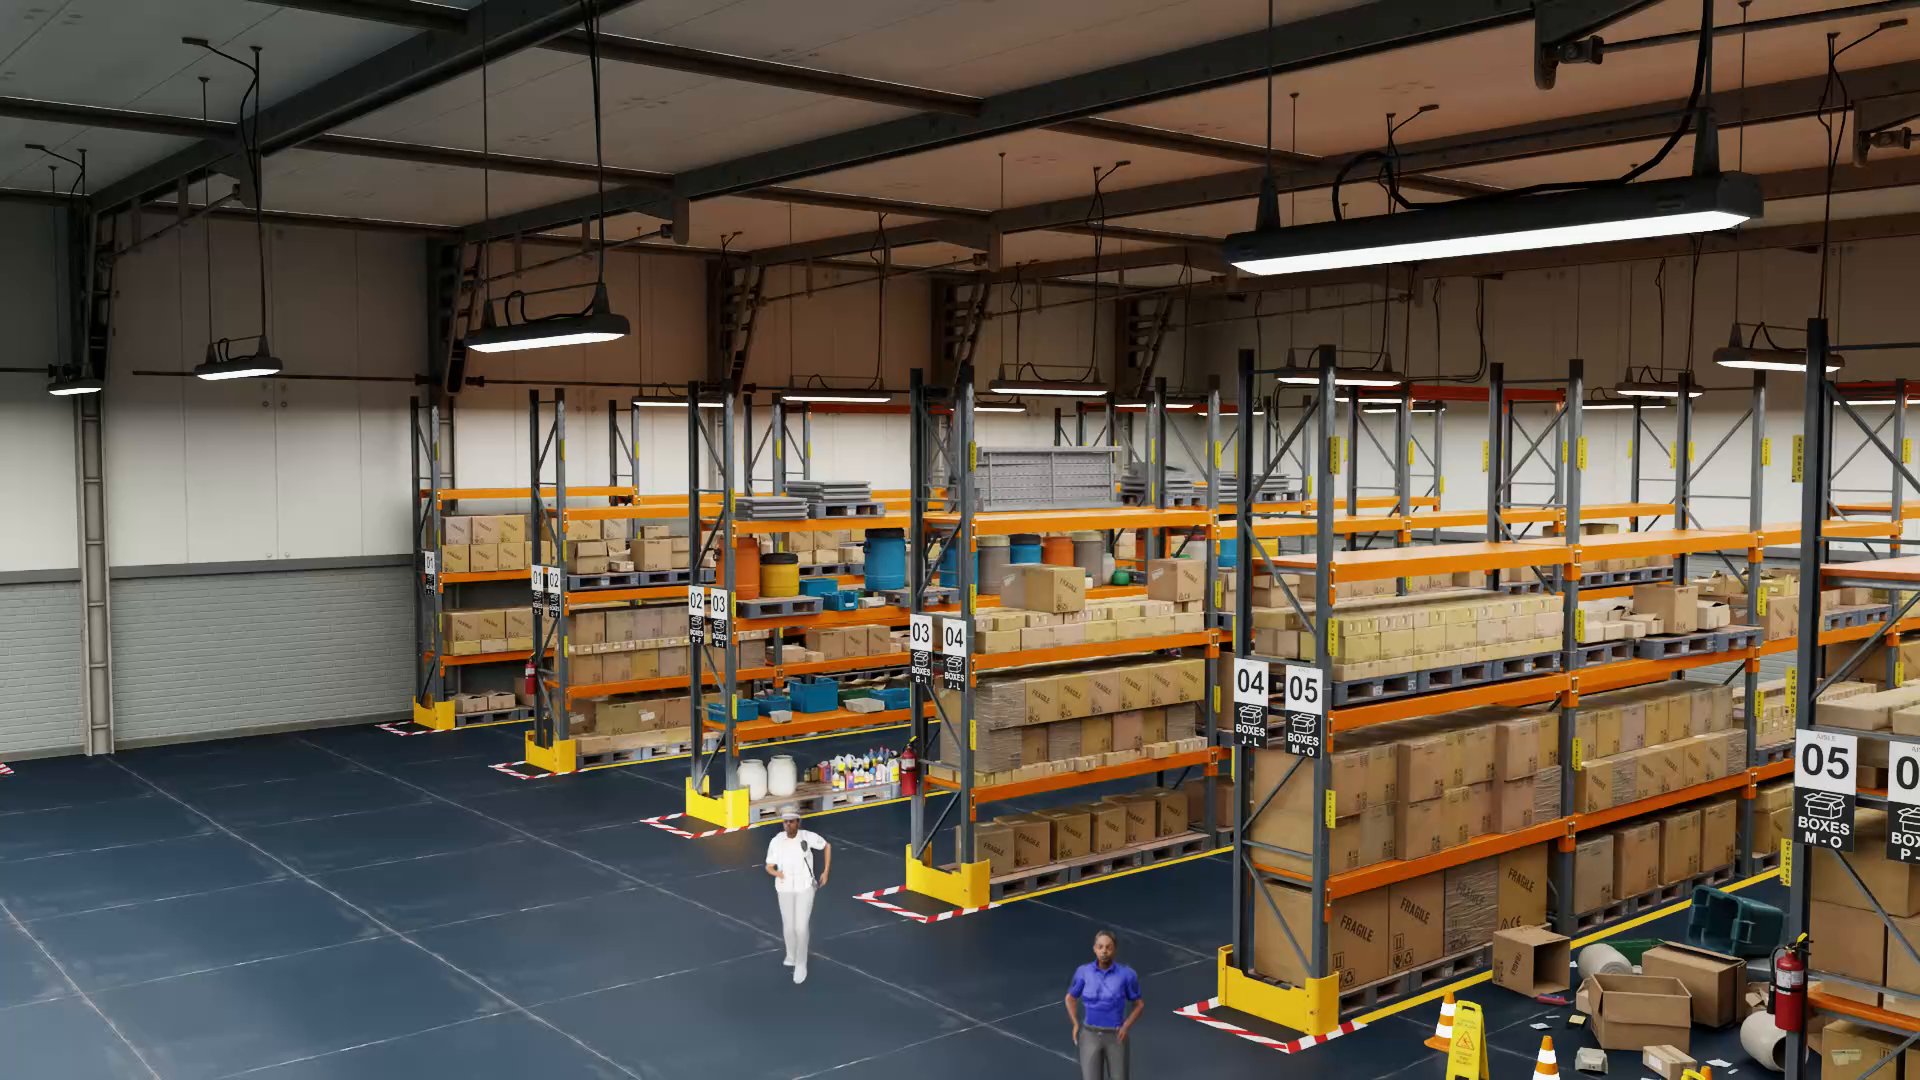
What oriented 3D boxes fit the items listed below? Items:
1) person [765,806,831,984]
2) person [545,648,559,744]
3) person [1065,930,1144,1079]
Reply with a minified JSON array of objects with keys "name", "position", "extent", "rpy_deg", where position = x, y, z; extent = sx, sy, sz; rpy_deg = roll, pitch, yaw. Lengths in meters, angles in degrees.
[{"name":"person","position":[-1.561,3.376,15.978],"extent":[0.583,1.703,0.854],"rpy_deg":[0,3,6]},{"name":"person","position":[-6.879,2.626,28.422],"extent":[0.707,1.736,0.572],"rpy_deg":[3,4,38]},{"name":"person","position":[1.047,3.647,12.135],"extent":[0.578,1.594,0.624],"rpy_deg":[1,3,9]}]
